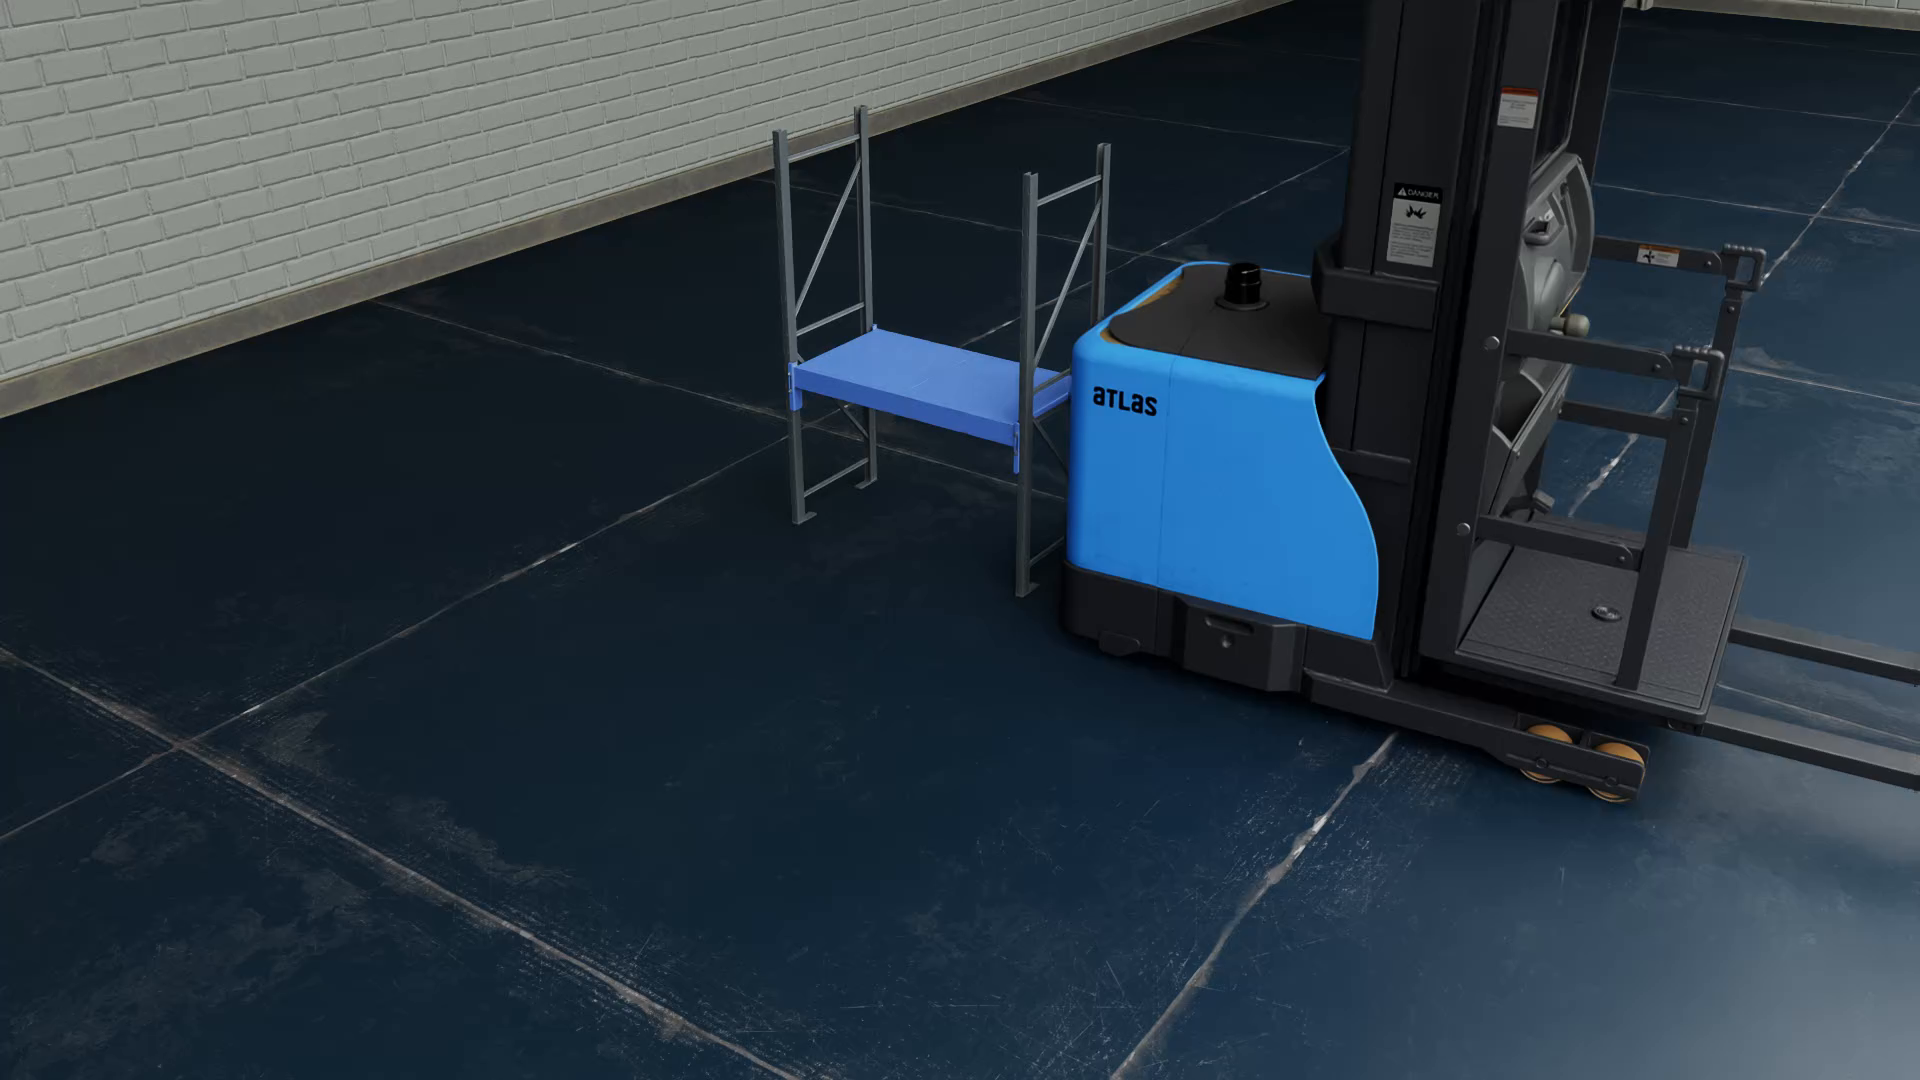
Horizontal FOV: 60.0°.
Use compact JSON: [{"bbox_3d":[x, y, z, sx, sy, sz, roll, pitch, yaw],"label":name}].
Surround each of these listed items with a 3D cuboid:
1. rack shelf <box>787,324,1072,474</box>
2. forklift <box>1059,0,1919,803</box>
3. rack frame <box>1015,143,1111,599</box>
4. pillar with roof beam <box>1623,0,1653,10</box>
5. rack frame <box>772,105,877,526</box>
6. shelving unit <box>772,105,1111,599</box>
[{"bbox_3d":[-0.070,-0.530,6.034,1.000,0.185,0.538,17,32,30],"label":"rack shelf"},{"bbox_3d":[1.873,-0.830,4.649,3.031,2.935,1.130,14,30,26],"label":"forklift"},{"bbox_3d":[0.349,-0.560,5.696,0.032,1.500,0.500,17,32,30],"label":"rack frame"},{"bbox_3d":[4.368,-7.828,11.710,0.400,9.000,9.100,17,32,30],"label":"pillar with roof beam"},{"bbox_3d":[-0.489,-0.821,6.209,0.032,1.500,0.500,17,32,30],"label":"rack frame"},{"bbox_3d":[-0.070,-0.690,5.953,1.048,1.500,0.538,17,32,30],"label":"shelving unit"}]
